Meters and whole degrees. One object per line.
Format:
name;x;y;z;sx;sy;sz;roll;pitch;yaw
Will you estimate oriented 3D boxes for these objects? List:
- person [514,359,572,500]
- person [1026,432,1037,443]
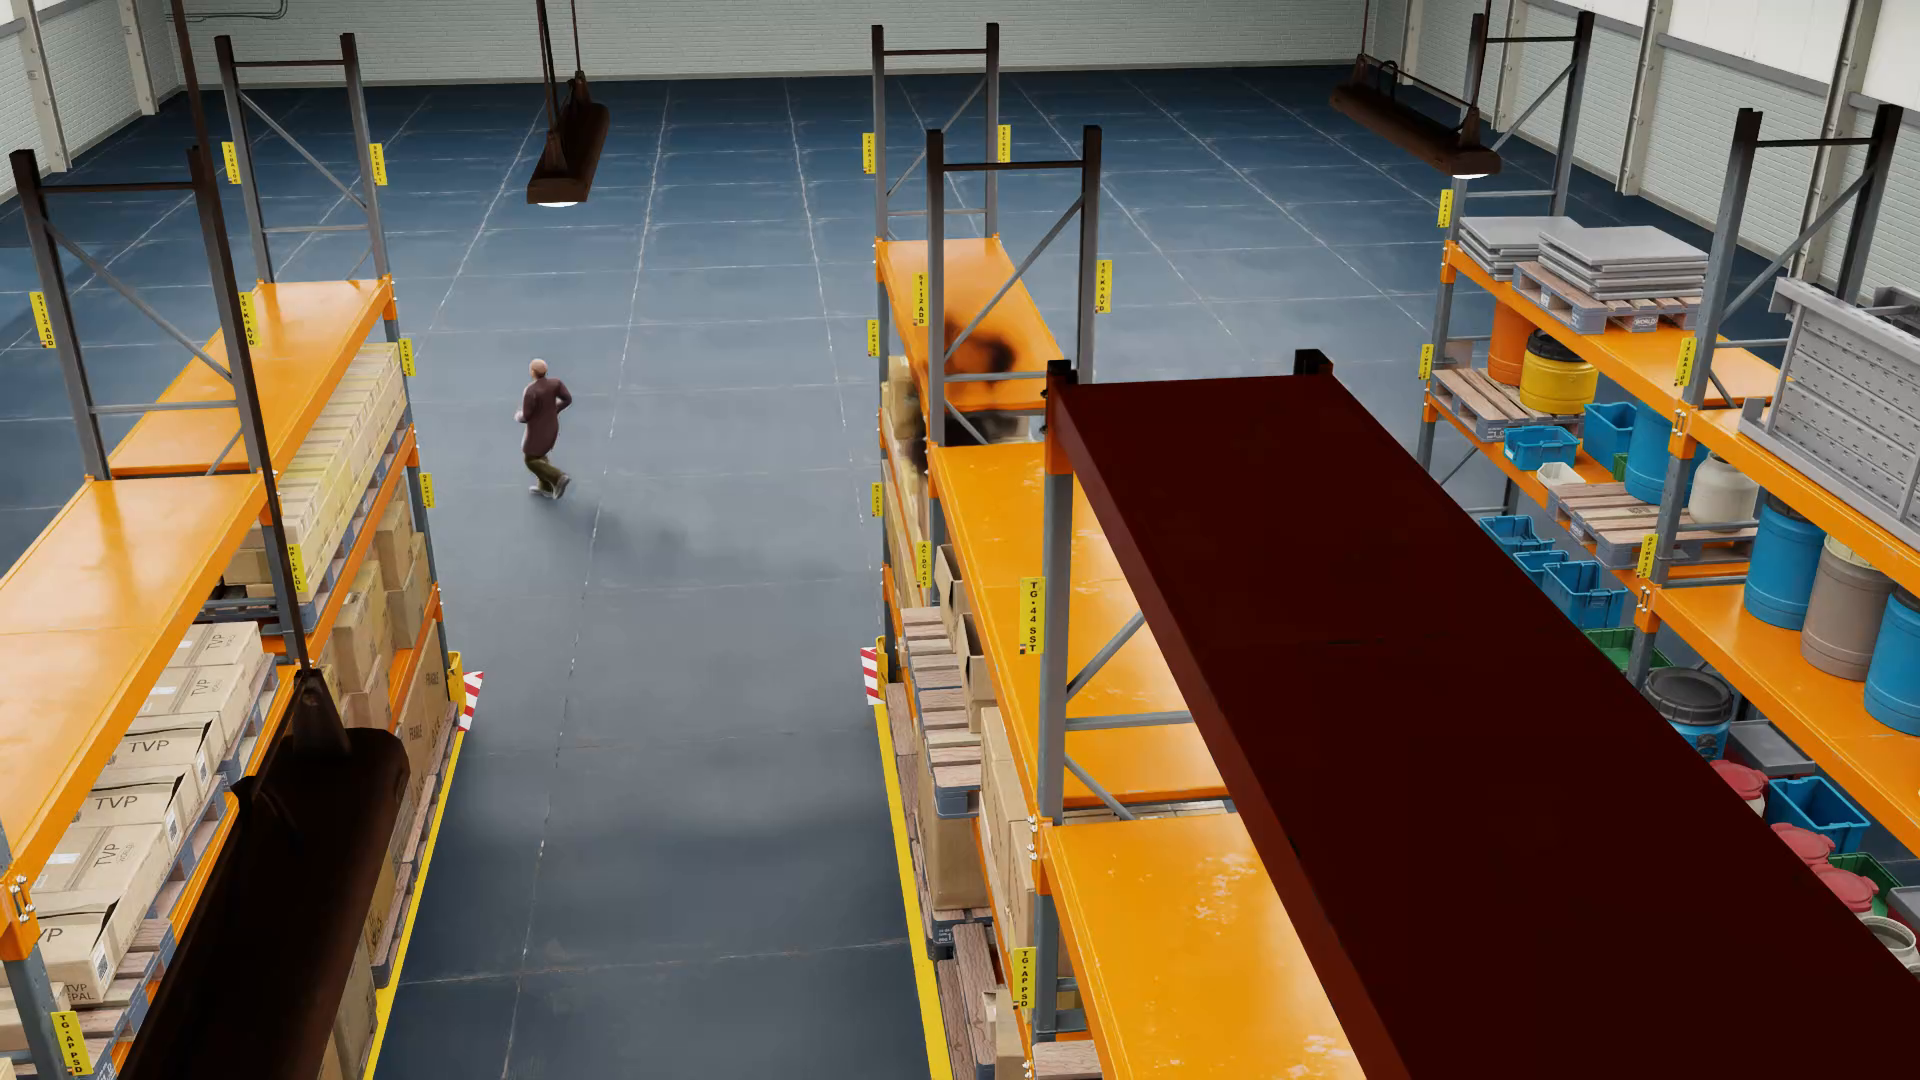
person;-4.814;-1.279;19.177;0.657;1.730;0.713;15;29;29
person;0.600;-1.745;20.127;0.857;1.850;0.684;5;26;10
